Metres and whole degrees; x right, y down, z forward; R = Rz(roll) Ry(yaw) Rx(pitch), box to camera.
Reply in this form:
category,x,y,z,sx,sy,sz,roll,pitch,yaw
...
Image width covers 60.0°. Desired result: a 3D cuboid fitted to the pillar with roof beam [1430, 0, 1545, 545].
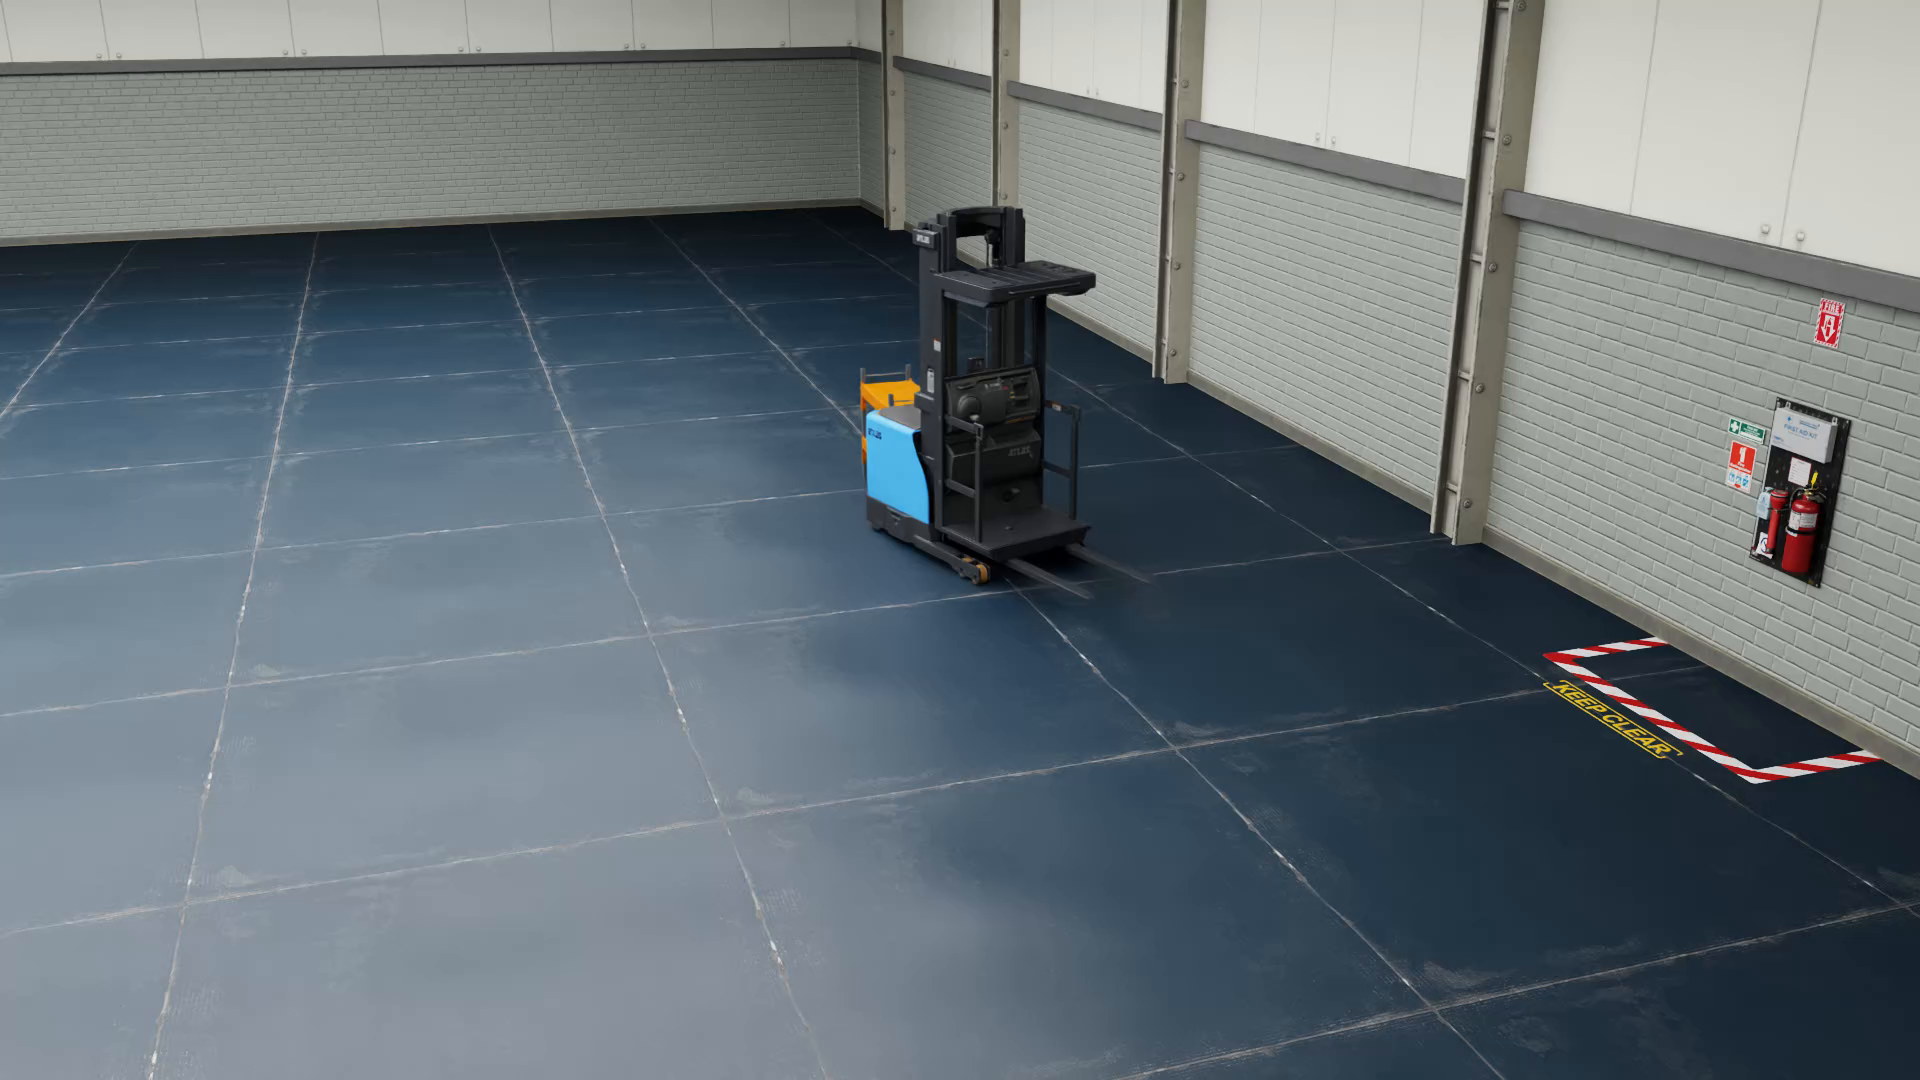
category,x,y,z,sx,sy,sz,roll,pitch,yaw
pillar with roof beam,0.359,-3.808,12.082,9.100,9.000,0.400,-6,21,-17

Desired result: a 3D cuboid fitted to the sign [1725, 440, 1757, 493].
category,x,y,z,sx,sy,sz,roll,pitch,yaw
sign,5.515,-0.519,11.746,0.001,0.329,0.234,-6,21,-17

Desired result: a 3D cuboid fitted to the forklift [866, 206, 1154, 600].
category,x,y,z,sx,sy,sz,roll,pitch,yaw
forklift,0.405,-1.197,13.788,1.130,2.935,3.031,-13,24,-33

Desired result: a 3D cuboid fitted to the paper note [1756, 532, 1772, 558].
category,x,y,z,sx,sy,sz,roll,pitch,yaw
paper note,5.601,0.037,11.555,0.016,0.148,0.142,-6,21,-17

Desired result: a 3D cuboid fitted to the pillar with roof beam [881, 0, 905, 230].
category,x,y,z,sx,sy,sz,roll,pitch,yaw
pillar with roof beam,-5.299,-9.585,28.163,9.100,9.000,0.400,-6,21,-17

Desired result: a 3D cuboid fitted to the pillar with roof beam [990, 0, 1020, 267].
category,x,y,z,sx,sy,sz,roll,pitch,yaw
pillar with roof beam,-3.413,-7.659,22.803,9.100,9.000,0.400,-6,21,-17

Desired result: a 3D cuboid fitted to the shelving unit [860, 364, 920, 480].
category,x,y,z,sx,sy,sz,roll,pitch,yaw
shelving unit,-0.568,-0.993,15.893,0.538,1.125,1.048,-6,21,-17

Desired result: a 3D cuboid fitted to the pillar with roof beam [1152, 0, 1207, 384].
category,x,y,z,sx,sy,sz,roll,pitch,yaw
pillar with roof beam,-1.527,-5.734,17.442,9.100,9.000,0.400,-6,21,-17

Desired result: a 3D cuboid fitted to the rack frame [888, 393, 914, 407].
category,x,y,z,sx,sy,sz,roll,pitch,yaw
rack frame,-0.415,-0.830,15.437,0.500,1.125,0.032,-6,21,-17

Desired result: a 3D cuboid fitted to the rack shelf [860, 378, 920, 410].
category,x,y,z,sx,sy,sz,roll,pitch,yaw
rack shelf,-0.568,-1.269,15.794,0.538,0.278,1.000,-6,21,-17

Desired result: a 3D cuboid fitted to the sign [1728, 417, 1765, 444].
category,x,y,z,sx,sy,sz,roll,pitch,yaw
sign,5.508,-0.766,11.650,0.001,0.109,0.331,-6,21,-17

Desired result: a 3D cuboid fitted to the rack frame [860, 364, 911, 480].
category,x,y,z,sx,sy,sz,roll,pitch,yaw
rack frame,-0.722,-1.157,16.349,0.500,1.125,0.032,-6,21,-17

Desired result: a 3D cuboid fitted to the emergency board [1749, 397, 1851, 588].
category,x,y,z,sx,sy,sz,roll,pitch,yaw
emergency board,5.591,-0.314,11.228,0.194,1.169,0.643,-6,21,-17

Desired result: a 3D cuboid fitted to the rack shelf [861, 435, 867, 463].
category,x,y,z,sx,sy,sz,roll,pitch,yaw
rack shelf,-0.568,-0.763,15.976,0.538,0.278,1.000,-6,21,-17

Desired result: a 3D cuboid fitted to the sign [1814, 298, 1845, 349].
category,x,y,z,sx,sy,sz,roll,pitch,yaw
sign,5.683,-1.418,10.873,0.001,0.298,0.199,-6,21,-17
